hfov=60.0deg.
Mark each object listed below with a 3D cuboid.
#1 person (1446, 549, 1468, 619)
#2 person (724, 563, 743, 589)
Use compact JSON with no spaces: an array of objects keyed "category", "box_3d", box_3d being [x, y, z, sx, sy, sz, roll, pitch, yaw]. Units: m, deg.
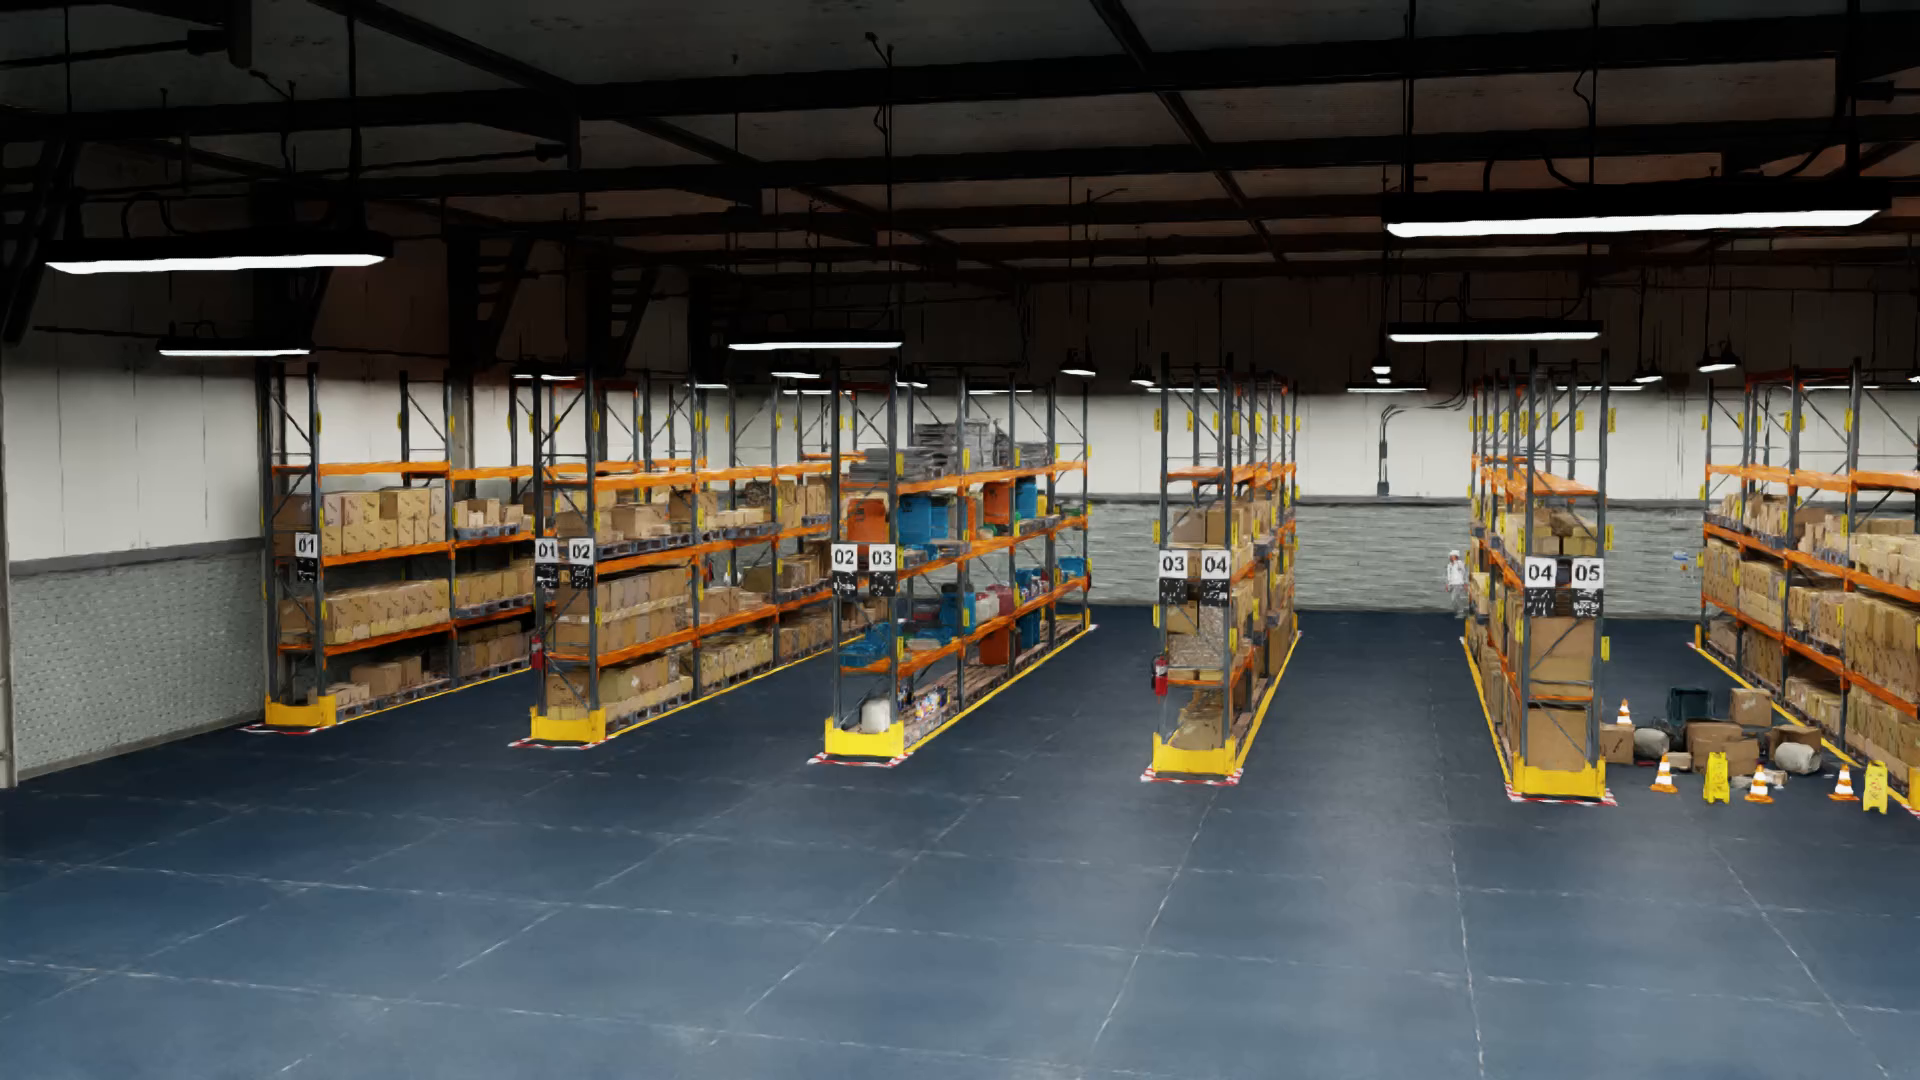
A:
[{"category":"person","box_3d":[12.699,1.120,42.500,0.499,1.759,0.640,-1,4,-18]},{"category":"person","box_3d":[-5.595,1.313,40.957,0.456,1.585,1.088,1,4,17]}]
